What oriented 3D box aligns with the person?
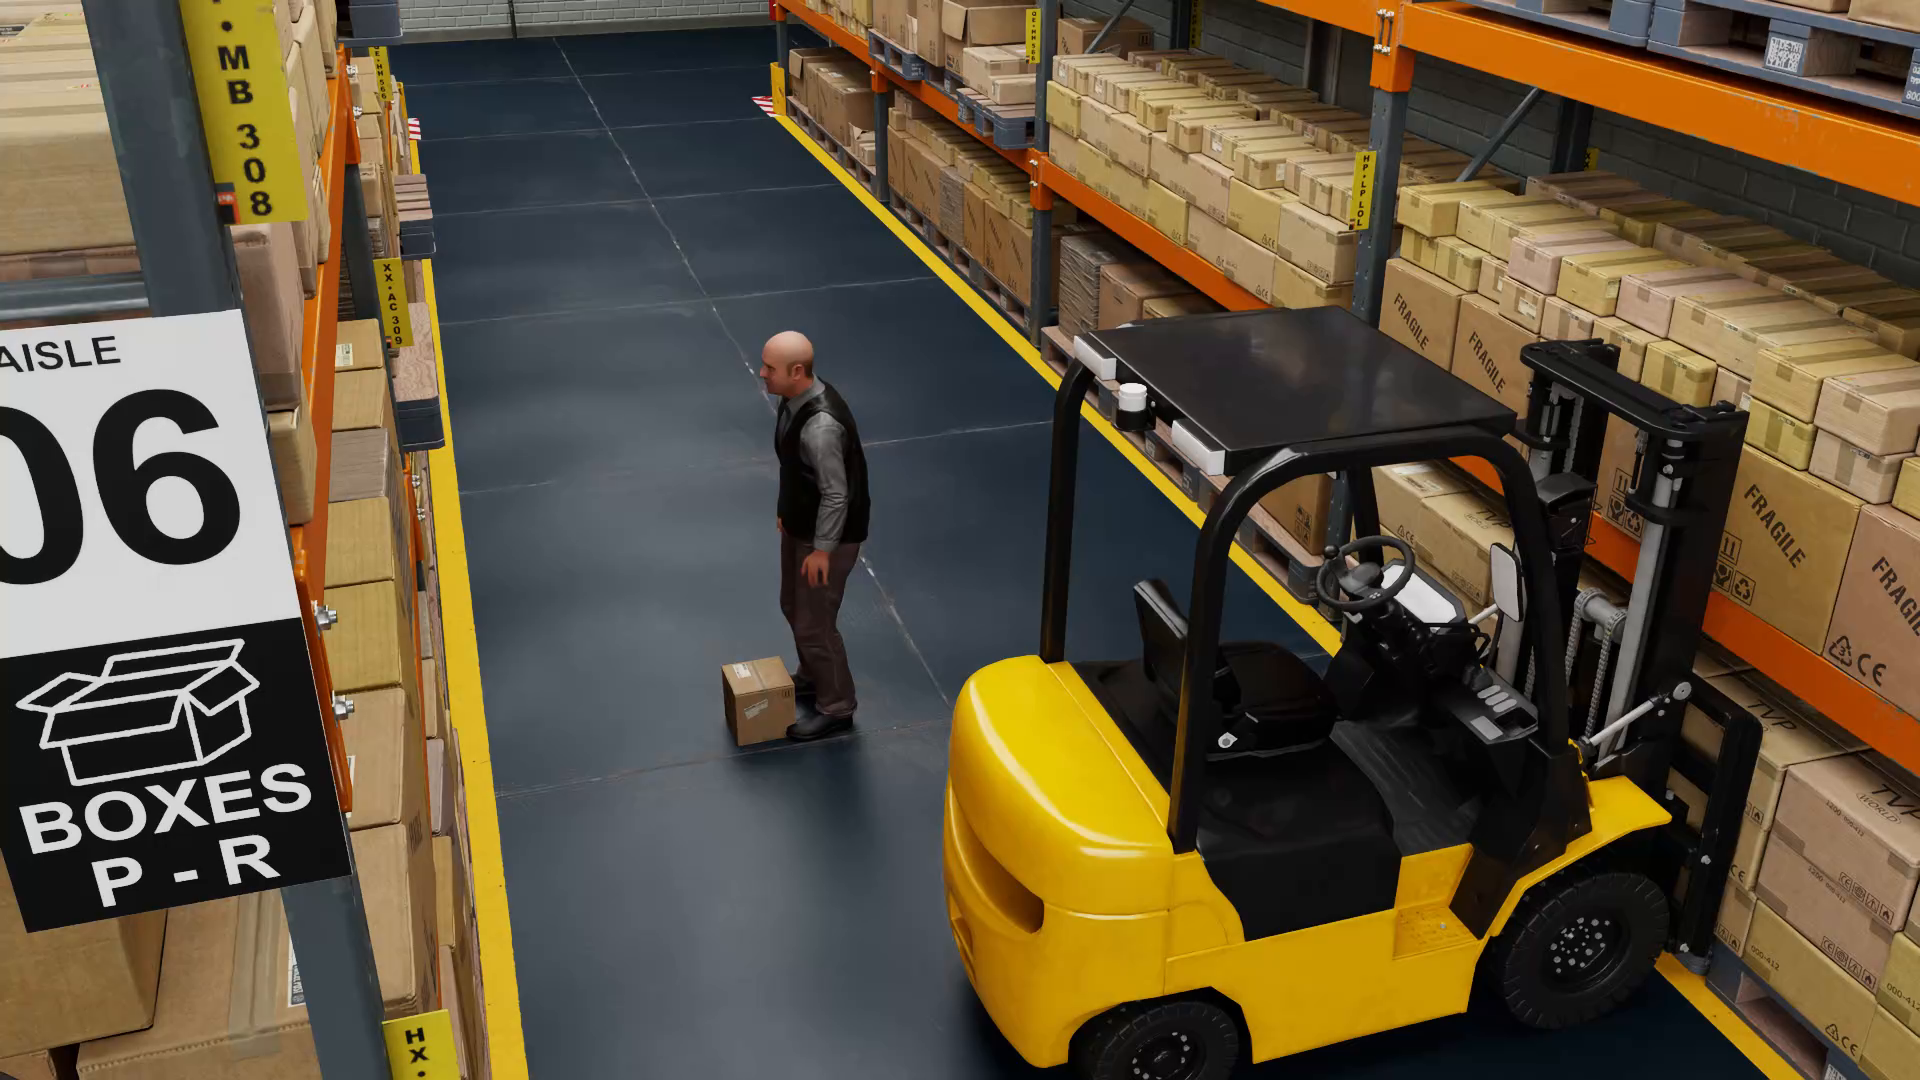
[{"bbox_3d":[-0.576,-0.032,6.706,0.413,1.721,0.581,-8,27,-16],"label":"person"}]
